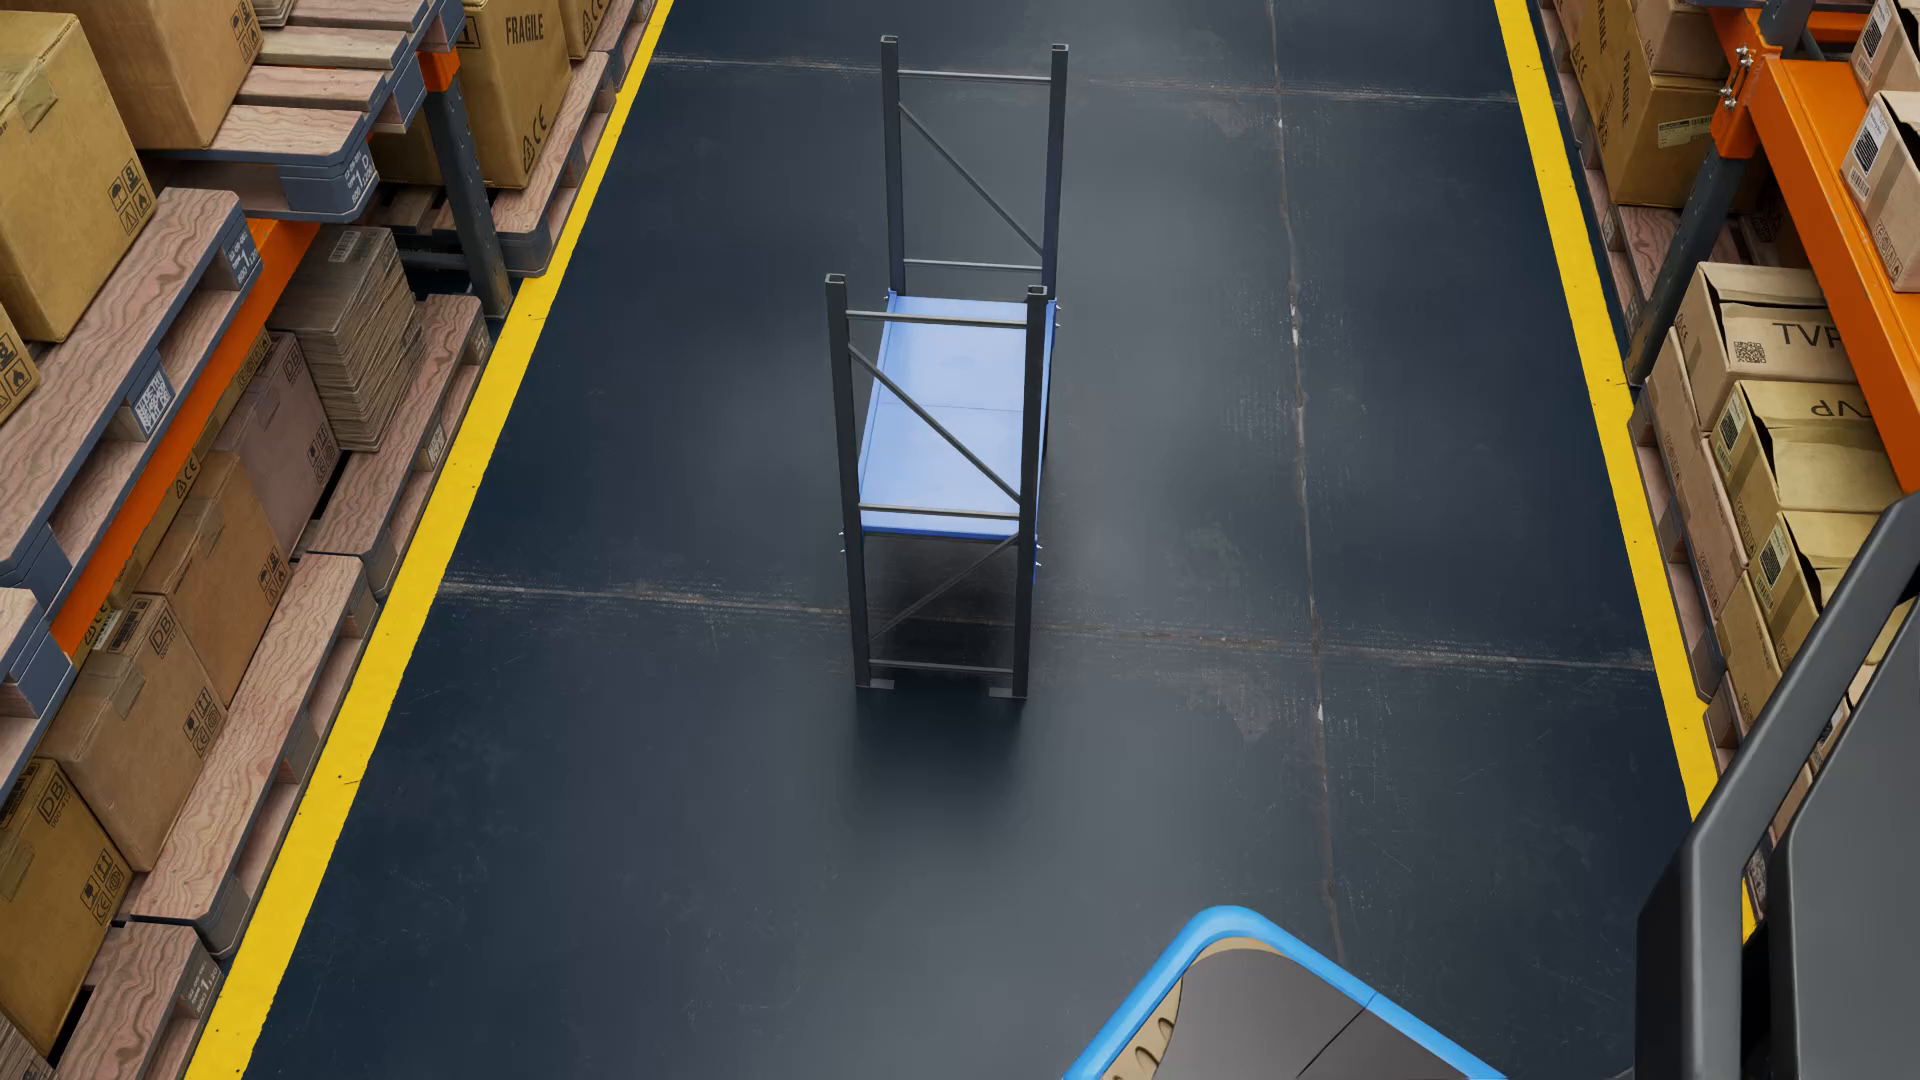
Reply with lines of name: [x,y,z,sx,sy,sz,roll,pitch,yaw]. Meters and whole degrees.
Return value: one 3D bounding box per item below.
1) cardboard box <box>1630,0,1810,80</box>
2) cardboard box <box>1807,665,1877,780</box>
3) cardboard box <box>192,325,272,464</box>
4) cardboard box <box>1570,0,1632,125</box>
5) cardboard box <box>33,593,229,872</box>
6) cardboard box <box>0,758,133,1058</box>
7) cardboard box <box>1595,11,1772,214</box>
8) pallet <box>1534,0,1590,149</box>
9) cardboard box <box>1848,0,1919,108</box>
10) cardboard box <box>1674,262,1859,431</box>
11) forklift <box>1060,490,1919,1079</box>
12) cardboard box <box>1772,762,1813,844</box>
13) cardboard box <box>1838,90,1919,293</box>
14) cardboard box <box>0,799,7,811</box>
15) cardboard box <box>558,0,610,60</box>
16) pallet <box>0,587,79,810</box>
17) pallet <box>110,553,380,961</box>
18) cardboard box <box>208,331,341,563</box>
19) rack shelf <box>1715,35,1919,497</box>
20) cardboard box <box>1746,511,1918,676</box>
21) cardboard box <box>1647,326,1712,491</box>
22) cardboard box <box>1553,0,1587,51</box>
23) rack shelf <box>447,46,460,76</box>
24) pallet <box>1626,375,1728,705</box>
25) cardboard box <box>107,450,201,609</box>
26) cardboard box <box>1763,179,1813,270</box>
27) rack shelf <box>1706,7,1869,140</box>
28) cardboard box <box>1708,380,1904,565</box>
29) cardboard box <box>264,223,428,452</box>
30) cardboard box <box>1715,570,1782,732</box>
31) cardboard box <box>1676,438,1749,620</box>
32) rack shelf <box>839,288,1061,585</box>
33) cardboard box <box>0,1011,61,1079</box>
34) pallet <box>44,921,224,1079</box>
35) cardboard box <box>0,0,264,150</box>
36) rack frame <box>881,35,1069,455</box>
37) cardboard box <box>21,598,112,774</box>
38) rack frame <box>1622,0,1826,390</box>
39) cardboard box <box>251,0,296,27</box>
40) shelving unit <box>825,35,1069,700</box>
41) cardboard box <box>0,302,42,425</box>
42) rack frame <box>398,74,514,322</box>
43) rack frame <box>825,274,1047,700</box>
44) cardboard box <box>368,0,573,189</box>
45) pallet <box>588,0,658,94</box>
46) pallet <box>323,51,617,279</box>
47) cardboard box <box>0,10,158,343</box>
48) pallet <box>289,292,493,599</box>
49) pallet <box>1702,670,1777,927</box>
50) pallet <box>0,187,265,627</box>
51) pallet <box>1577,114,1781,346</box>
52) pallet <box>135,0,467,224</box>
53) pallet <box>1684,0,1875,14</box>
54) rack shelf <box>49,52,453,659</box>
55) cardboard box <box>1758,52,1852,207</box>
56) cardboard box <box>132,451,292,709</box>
cardboard box: [2.660,-1.848,5.795,0.500,0.250,0.500,6,48,5]
cardboard box: [2.333,0.555,3.908,0.500,0.311,0.500,3,48,3]
cardboard box: [-2.254,-0.487,4.550,0.500,0.250,0.500,5,48,4]
cardboard box: [2.706,-1.934,6.382,0.500,0.500,0.500,2,48,2]
cardboard box: [-2.356,0.461,4.191,0.700,0.500,0.500,4,48,4]
cardboard box: [-2.443,0.833,3.851,0.700,0.500,0.500,3,48,3]
cardboard box: [2.659,-1.554,6.034,0.500,0.500,0.500,6,48,5]
pallet: [3.027,-2.045,6.977,1.003,0.211,1.213,4,48,4]
cardboard box: [2.731,-1.251,4.422,0.500,0.311,0.500,7,48,6]
cardboard box: [2.467,-0.584,4.950,0.500,0.311,0.500,5,48,5]
forklift: [1.338,1.375,2.006,3.031,2.935,1.130,31,55,25]
cardboard box: [2.334,0.734,4.124,0.500,0.250,0.500,5,48,4]
cardboard box: [2.533,-0.872,4.075,0.500,0.311,0.500,3,48,3]
cardboard box: [-2.404,0.639,3.520,0.500,0.250,0.500,3,48,3]
cardboard box: [-1.842,-2.467,6.646,0.750,0.750,0.750,4,48,3]
pallet: [-2.276,0.576,2.820,1.003,0.211,1.213,4,48,4]
pallet: [-2.313,0.533,4.619,1.003,0.211,1.213,4,48,4]
cardboard box: [-2.303,-0.278,4.867,0.700,0.500,0.500,4,48,3]
rack shelf: [2.625,0.167,3.552,1.077,0.370,4.000,4,48,4]
cardboard box: [2.379,0.178,4.254,0.500,0.311,0.500,3,48,2]
cardboard box: [2.467,-0.394,5.157,0.500,0.250,0.500,4,48,3]
cardboard box: [2.748,-2.320,6.735,0.500,0.500,0.500,2,48,2]
rack shelf: [-1.944,-3.103,6.543,1.077,0.370,4.000,4,48,4]
pallet: [2.693,-0.002,5.109,1.003,0.211,1.213,4,48,4]
cardboard box: [-2.296,-0.109,4.204,0.500,0.250,0.500,4,48,3]
cardboard box: [3.133,-1.166,5.679,0.500,0.500,0.500,6,48,5]
rack shelf: [2.989,-2.773,6.241,1.077,0.370,4.000,4,48,4]
cardboard box: [2.428,-0.197,4.596,0.500,0.311,0.500,3,48,3]
cardboard box: [-2.140,-0.648,5.206,0.700,0.500,0.500,4,48,4]
cardboard box: [2.381,0.357,4.469,0.500,0.250,0.500,3,48,2]
cardboard box: [2.422,-0.025,4.819,0.500,0.250,0.500,3,48,2]
rack shelf: [-0.008,-0.322,4.772,0.538,0.185,1.000,4,48,4]
cardboard box: [-2.440,1.216,3.501,0.700,0.500,0.500,5,48,5]
pallet: [-2.421,1.432,3.797,1.003,0.211,1.213,4,48,4]
cardboard box: [-2.183,-1.300,4.040,0.700,0.500,0.500,0,48,0]
rack frame: [0.039,-0.817,4.981,0.500,1.500,0.032,4,48,4]
cardboard box: [-2.360,0.257,3.870,0.500,0.250,0.500,3,48,2]
rack frame: [2.807,-1.546,4.631,1.000,3.000,0.127,4,48,4]
cardboard box: [-2.159,-1.712,4.417,0.700,0.500,0.500,-1,48,-1]
shelving unit: [-0.008,-0.443,4.639,0.538,1.500,1.048,4,48,4]
cardboard box: [-2.323,-0.387,3.205,0.700,0.500,0.500,10,48,9]
rack frame: [-2.126,-1.876,4.933,1.000,3.000,0.127,4,48,4]
rack frame: [-0.054,-0.070,4.298,0.500,1.500,0.032,4,48,4]
cardboard box: [-1.929,-1.824,6.058,0.750,0.750,0.750,3,48,3]
pallet: [-1.866,-2.403,7.305,1.003,0.211,1.213,4,48,4]
pallet: [-1.979,-1.509,6.487,1.003,0.211,1.213,4,48,4]
cardboard box: [-2.250,-0.795,3.579,0.700,0.500,0.500,4,48,4]
pallet: [-2.199,-0.361,5.437,1.003,0.211,1.213,4,48,4]
pallet: [2.580,0.892,4.291,1.003,0.211,1.213,4,48,4]
pallet: [-2.266,-0.354,3.671,1.003,0.211,1.213,4,48,4]
pallet: [2.913,-1.151,6.159,1.003,0.211,1.213,4,48,4]
pallet: [-2.085,-1.281,4.518,1.213,0.211,1.003,4,48,4]
pallet: [2.799,-1.984,5.162,1.213,0.211,1.003,4,48,4]
rack shelf: [-2.308,-0.164,3.854,1.077,0.370,4.000,4,48,4]
cardboard box: [3.175,-1.551,6.032,0.500,0.500,0.500,2,48,2]
cardboard box: [-2.320,0.089,4.531,0.700,0.500,0.500,4,48,3]
